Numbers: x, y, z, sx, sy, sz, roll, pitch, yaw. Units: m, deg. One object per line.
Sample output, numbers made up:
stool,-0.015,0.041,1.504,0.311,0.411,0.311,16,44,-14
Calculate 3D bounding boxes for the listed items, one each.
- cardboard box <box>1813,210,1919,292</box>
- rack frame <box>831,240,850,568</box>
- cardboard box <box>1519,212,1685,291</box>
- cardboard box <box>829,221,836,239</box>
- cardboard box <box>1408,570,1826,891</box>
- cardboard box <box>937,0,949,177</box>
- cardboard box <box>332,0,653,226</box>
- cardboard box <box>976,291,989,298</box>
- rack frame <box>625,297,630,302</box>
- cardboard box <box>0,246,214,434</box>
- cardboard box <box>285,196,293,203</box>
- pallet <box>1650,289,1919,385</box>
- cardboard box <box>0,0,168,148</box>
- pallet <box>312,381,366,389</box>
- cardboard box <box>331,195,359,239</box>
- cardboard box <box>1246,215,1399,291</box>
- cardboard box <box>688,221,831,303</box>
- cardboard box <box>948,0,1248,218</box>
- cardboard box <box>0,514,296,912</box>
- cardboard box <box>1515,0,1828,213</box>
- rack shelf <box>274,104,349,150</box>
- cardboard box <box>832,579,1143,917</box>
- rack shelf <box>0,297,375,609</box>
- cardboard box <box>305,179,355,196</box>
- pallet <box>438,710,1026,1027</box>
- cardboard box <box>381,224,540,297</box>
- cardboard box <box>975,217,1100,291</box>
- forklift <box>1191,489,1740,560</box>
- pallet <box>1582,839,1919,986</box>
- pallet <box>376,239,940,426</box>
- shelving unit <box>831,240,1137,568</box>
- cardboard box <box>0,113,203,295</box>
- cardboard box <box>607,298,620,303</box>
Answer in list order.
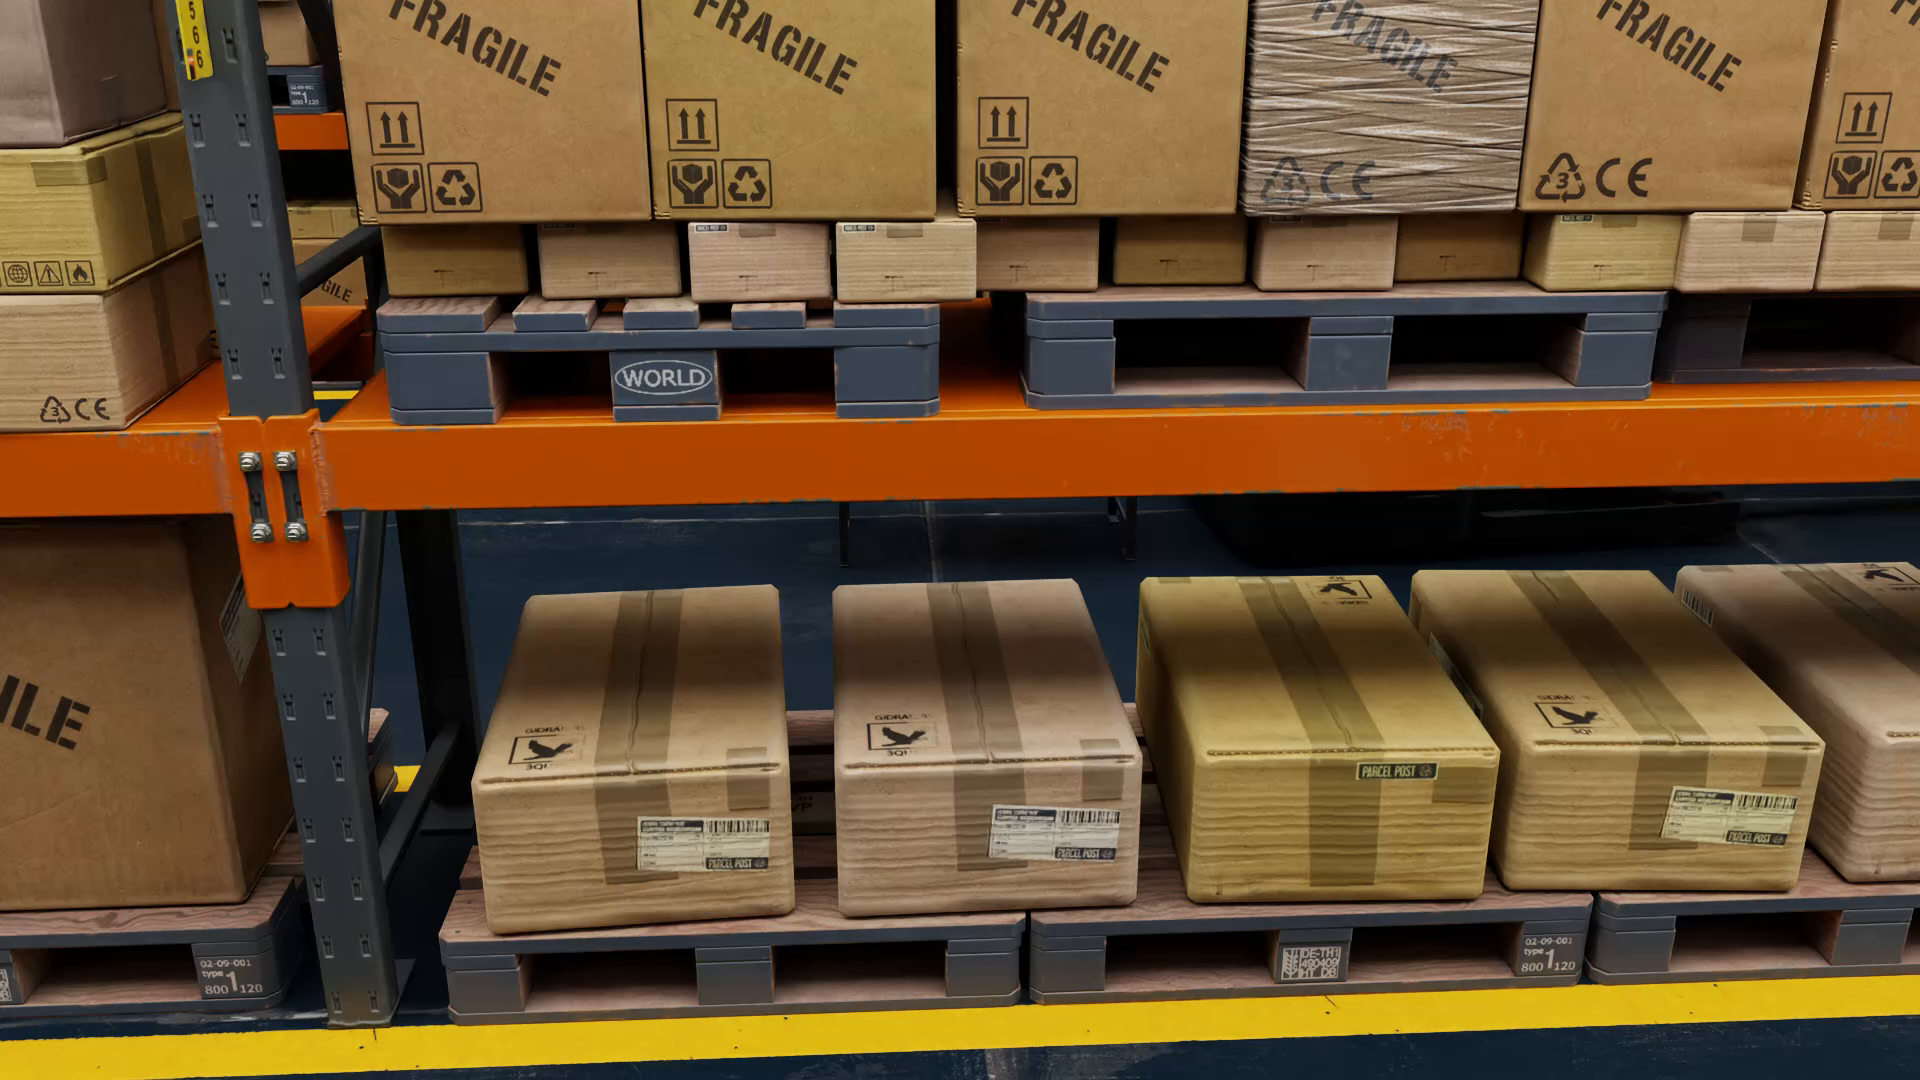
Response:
cardboard box,1.700,-0.598,3.239,0.250,0.149,0.380,-2,21,-4
rack frame,-0.422,-0.692,5.832,0.032,1.500,0.500,-1,21,-3
cardboard box,1.200,-0.600,3.243,0.250,0.149,0.380,-1,21,-3
cardboard box,-0.198,-0.787,3.736,0.250,0.149,0.380,-2,21,-6
cardboard box,1.476,0.414,3.920,0.625,0.372,0.950,0,21,0
cardboard box,0.181,-1.079,3.590,0.500,0.500,0.500,-3,21,-7
cardboard box,-0.813,-0.872,3.048,0.500,0.500,0.500,-2,21,-5
cardboard box,0.385,-1.451,8.463,0.625,0.625,0.875,-2,21,-5
rack frame,-1.563,-2.327,8.017,0.127,3.000,1.000,-1,21,-3
cardboard box,-1.766,-0.391,3.143,0.500,0.250,0.500,-2,21,-5
cardboard box,-3.367,-1.541,7.964,0.250,0.149,0.380,-2,21,-6
pallet,1.946,-0.591,3.728,1.213,0.211,1.003,-1,21,-3
cardboard box,-1.777,-0.974,2.918,0.500,0.500,0.500,-2,21,-5
pallet,-3.526,-0.998,8.446,1.213,0.211,1.003,-1,21,-3
cardboard box,-2.844,-1.562,8.020,0.250,0.149,0.380,-1,21,-1
cardboard box,0.675,-0.599,3.240,0.250,0.149,0.380,-1,21,-1
cardboard box,-0.381,-0.566,3.155,0.250,0.149,0.380,-3,21,-7
cardboard box,0.236,-0.899,3.117,0.500,0.500,0.500,-1,21,-2
cardboard box,-1.970,0.218,3.729,0.875,0.875,0.875,-1,21,-4
cardboard box,1.259,-0.917,3.165,0.500,0.500,0.500,0,21,-1
rack shelf,-3.560,-1.950,8.038,4.000,0.370,1.077,-1,21,-3
cardboard box,0.025,0.442,3.846,0.625,0.372,0.950,-2,21,-4
rack shelf,-3.273,-0.187,3.407,4.000,0.370,1.077,-1,21,-3
cardboard box,-3.147,-1.734,8.470,0.250,0.149,0.380,-2,21,-4
pallet,-0.496,0.724,3.922,1.213,0.211,1.003,-1,21,-3
cardboard box,-0.941,-0.583,3.199,0.250,0.149,0.380,-2,21,-6
cardboard box,0.131,-0.597,3.236,0.250,0.149,0.380,0,21,0
forklift,2.393,-1.533,6.027,3.031,2.935,1.130,-3,21,-9
pallet,1.940,0.675,4.052,1.213,0.211,1.003,-1,21,-3
pallet,-0.571,-0.526,3.557,1.003,0.211,1.213,-1,21,-3
shelving unit,0.085,-0.703,5.859,1.048,1.500,0.538,-1,21,-3
cardboard box,-1.745,-0.627,3.060,0.500,0.250,0.500,-1,21,-3
cardboard box,-1.973,-1.270,8.163,0.500,0.500,0.500,-1,21,-1
